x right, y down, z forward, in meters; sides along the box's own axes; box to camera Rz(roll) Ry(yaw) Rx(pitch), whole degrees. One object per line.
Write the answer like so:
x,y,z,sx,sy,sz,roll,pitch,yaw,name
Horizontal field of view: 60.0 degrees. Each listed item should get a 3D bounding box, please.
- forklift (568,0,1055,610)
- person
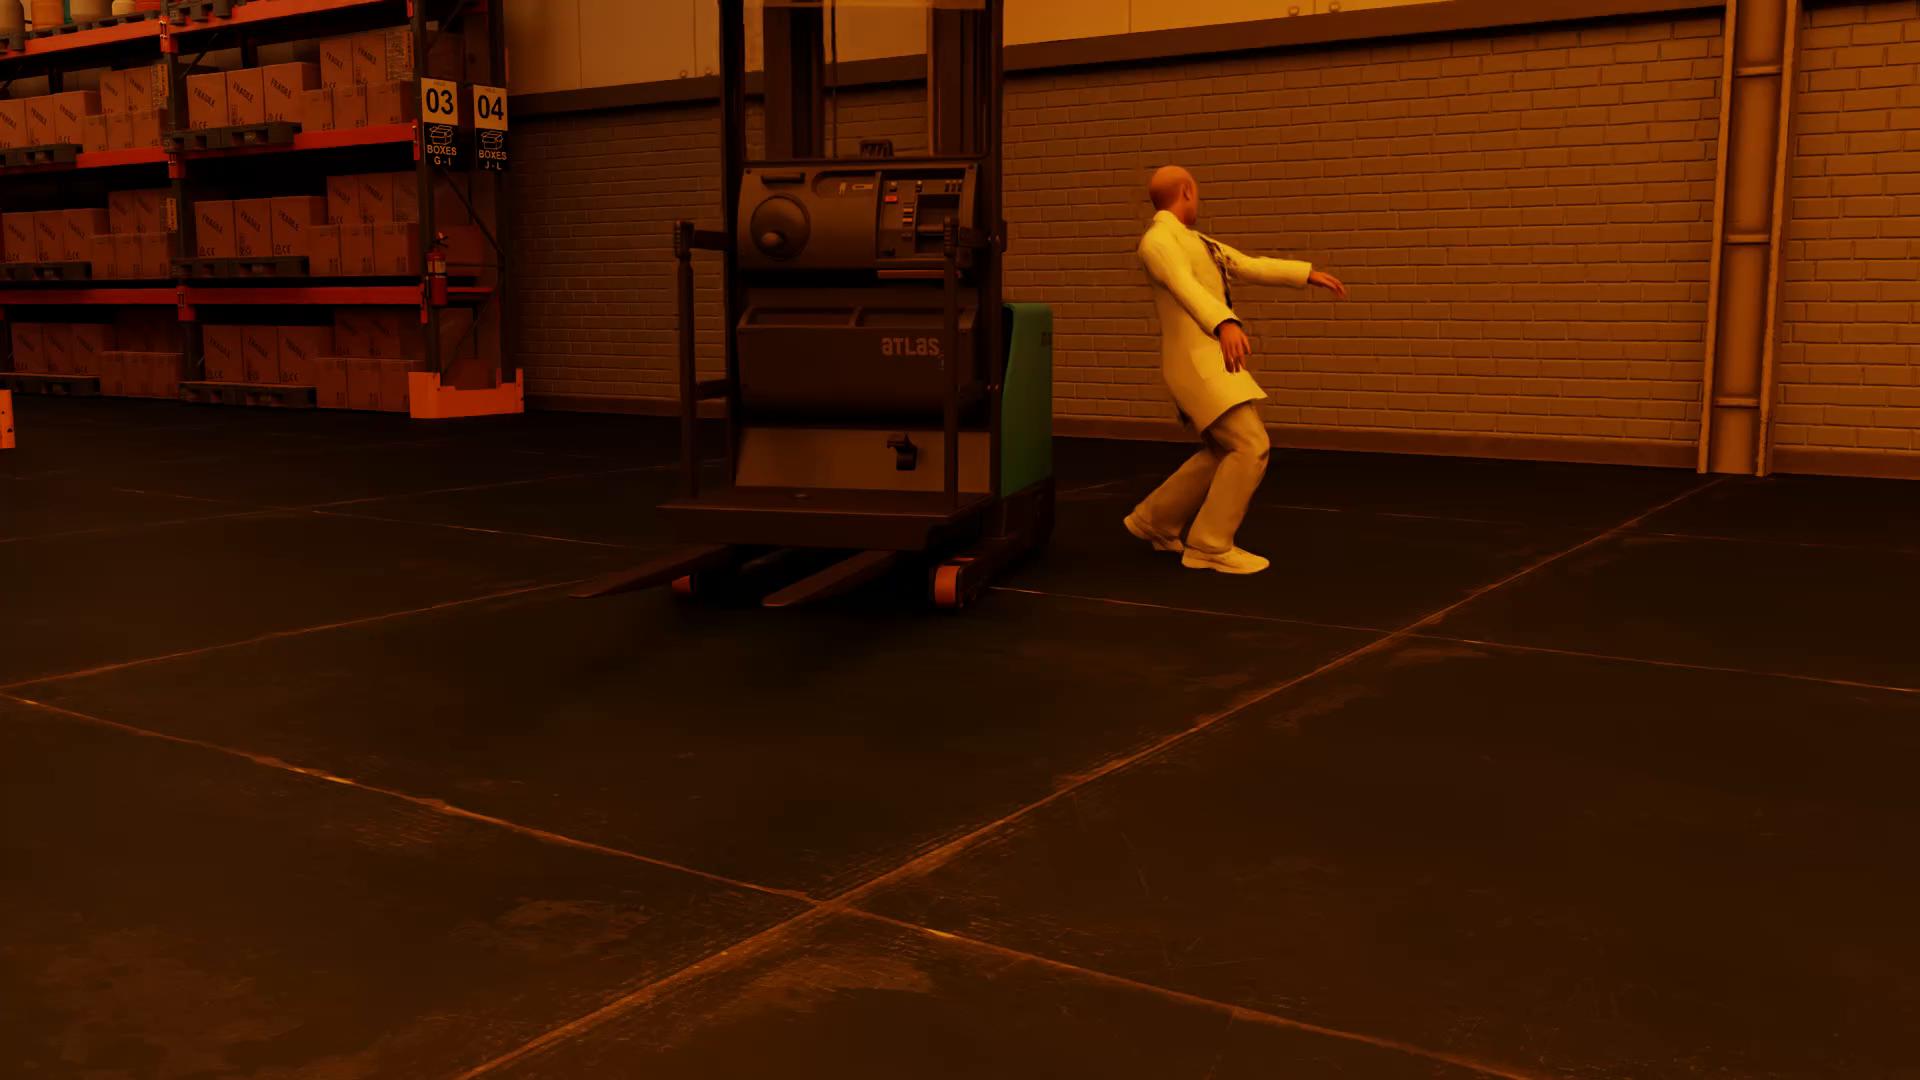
-0.443,-1.261,6.063,1.130,2.935,3.031,2,8,15,forklift
1.057,-0.664,6.748,0.916,1.712,0.938,3,9,18,person
